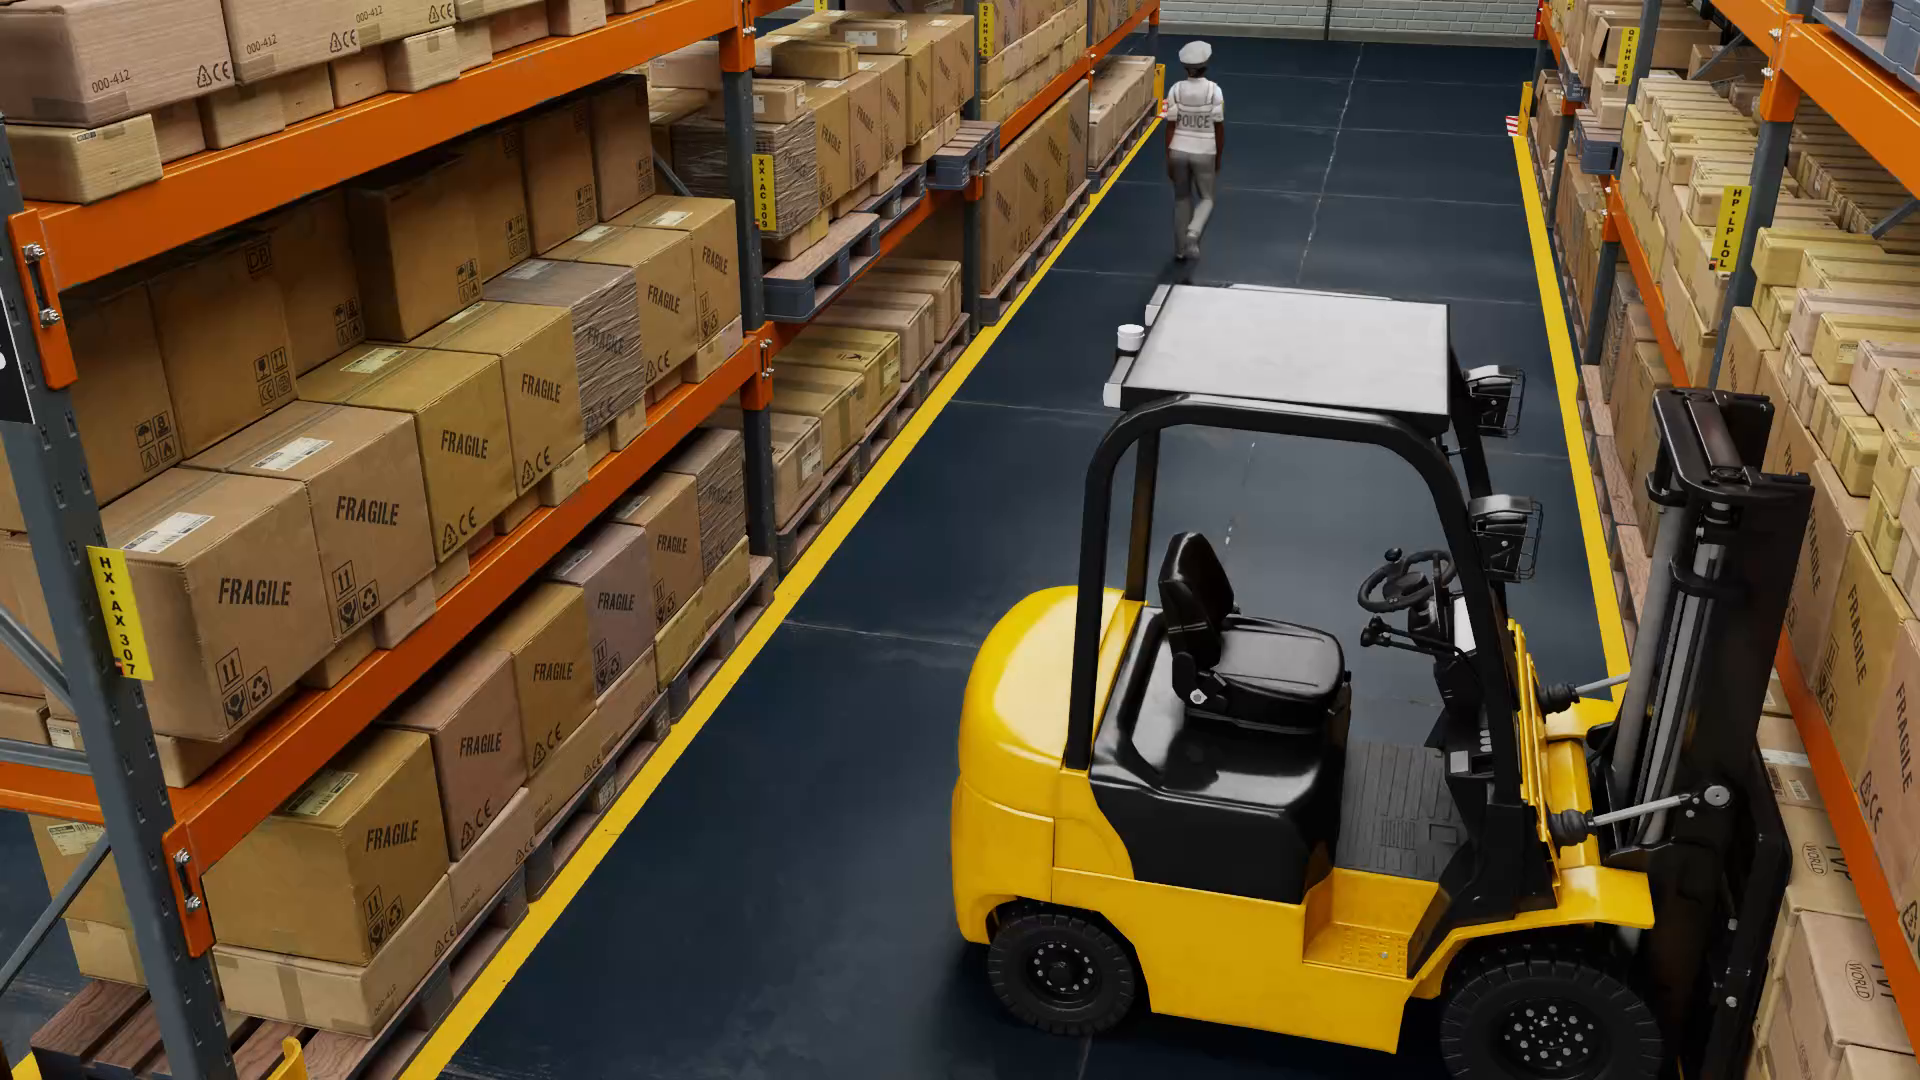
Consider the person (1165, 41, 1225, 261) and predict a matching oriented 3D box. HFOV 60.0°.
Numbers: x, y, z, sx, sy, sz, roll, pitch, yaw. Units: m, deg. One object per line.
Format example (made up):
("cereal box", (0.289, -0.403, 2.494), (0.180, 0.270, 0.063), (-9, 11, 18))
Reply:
("person", (1.781, -2.945, 12.724), (0.458, 1.668, 0.698), (8, 27, 16))
